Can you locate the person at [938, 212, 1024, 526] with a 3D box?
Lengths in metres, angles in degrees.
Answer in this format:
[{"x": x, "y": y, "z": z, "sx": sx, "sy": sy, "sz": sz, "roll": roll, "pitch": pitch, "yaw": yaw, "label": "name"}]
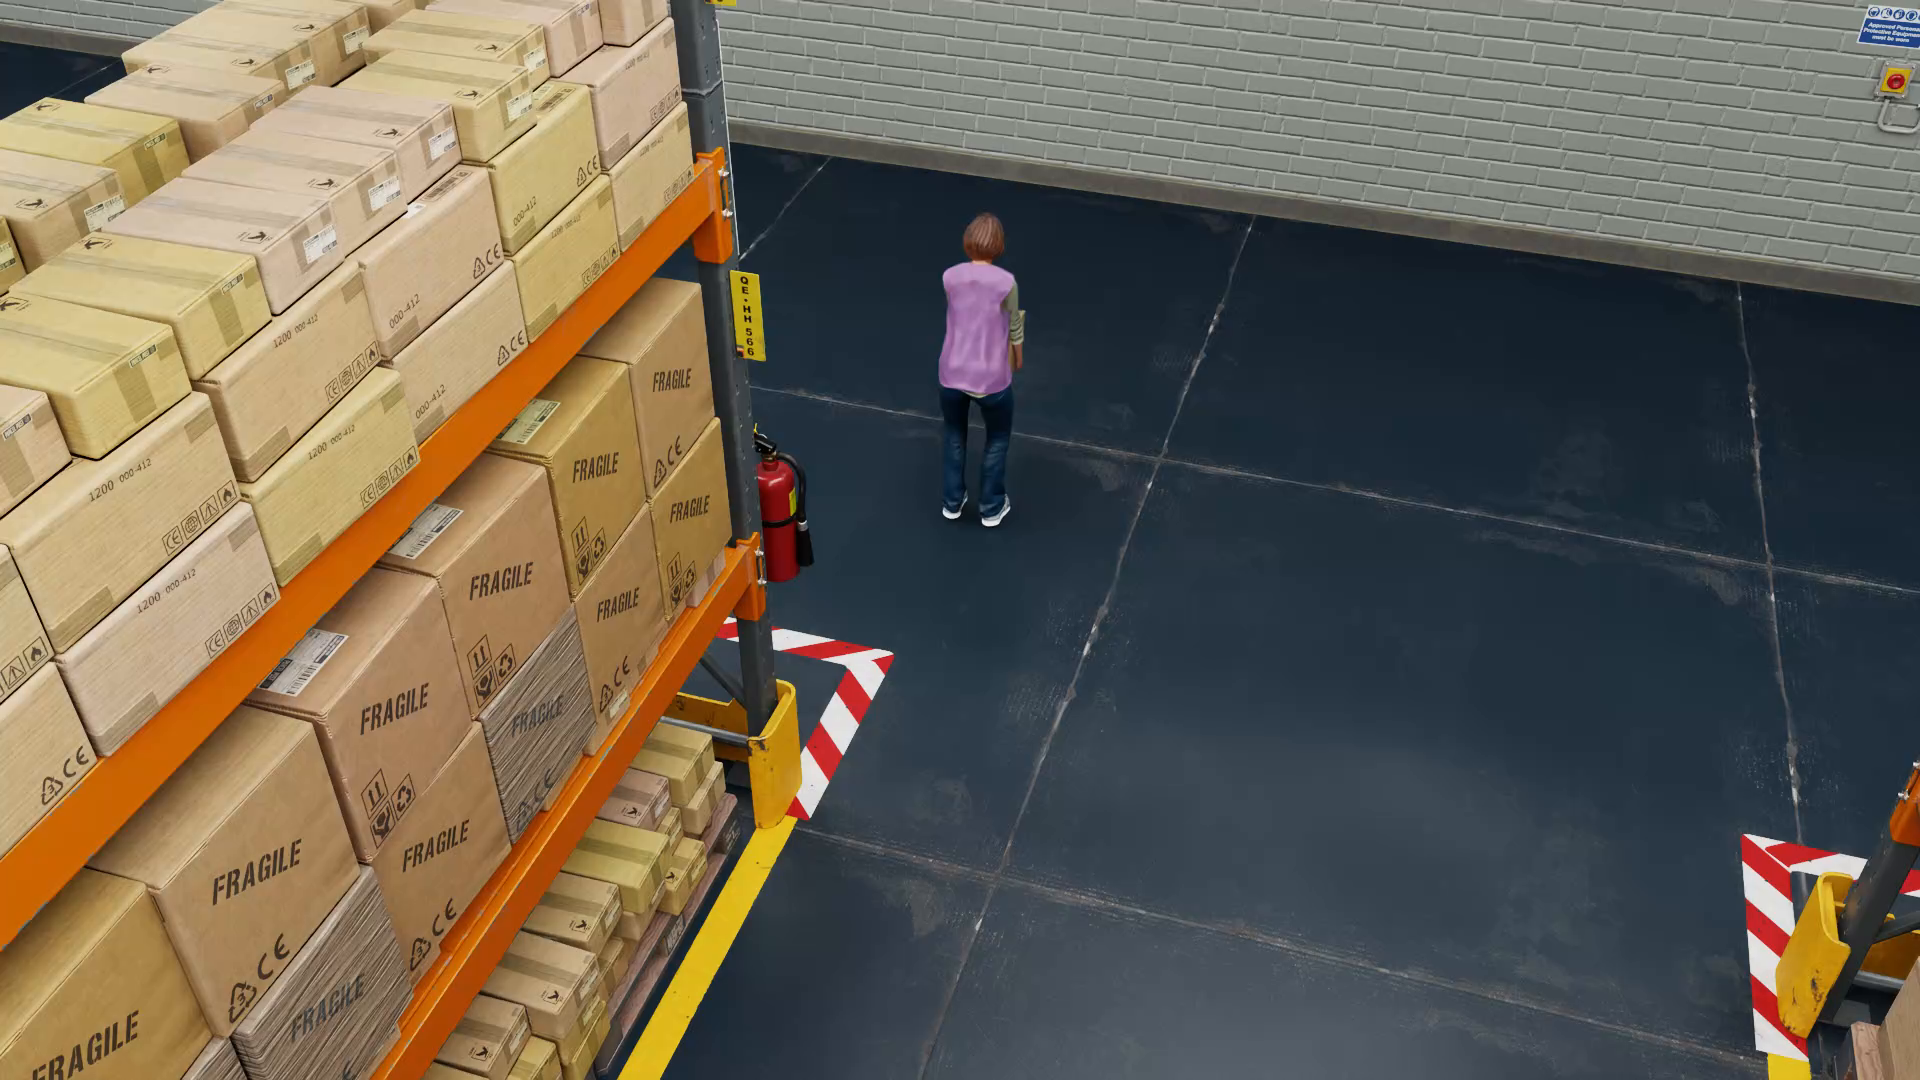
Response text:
[{"x": 0.097, "y": -0.802, "z": 7.976, "sx": 0.371, "sy": 1.560, "sz": 0.532, "roll": 10, "pitch": 39, "yaw": 13, "label": "person"}]
